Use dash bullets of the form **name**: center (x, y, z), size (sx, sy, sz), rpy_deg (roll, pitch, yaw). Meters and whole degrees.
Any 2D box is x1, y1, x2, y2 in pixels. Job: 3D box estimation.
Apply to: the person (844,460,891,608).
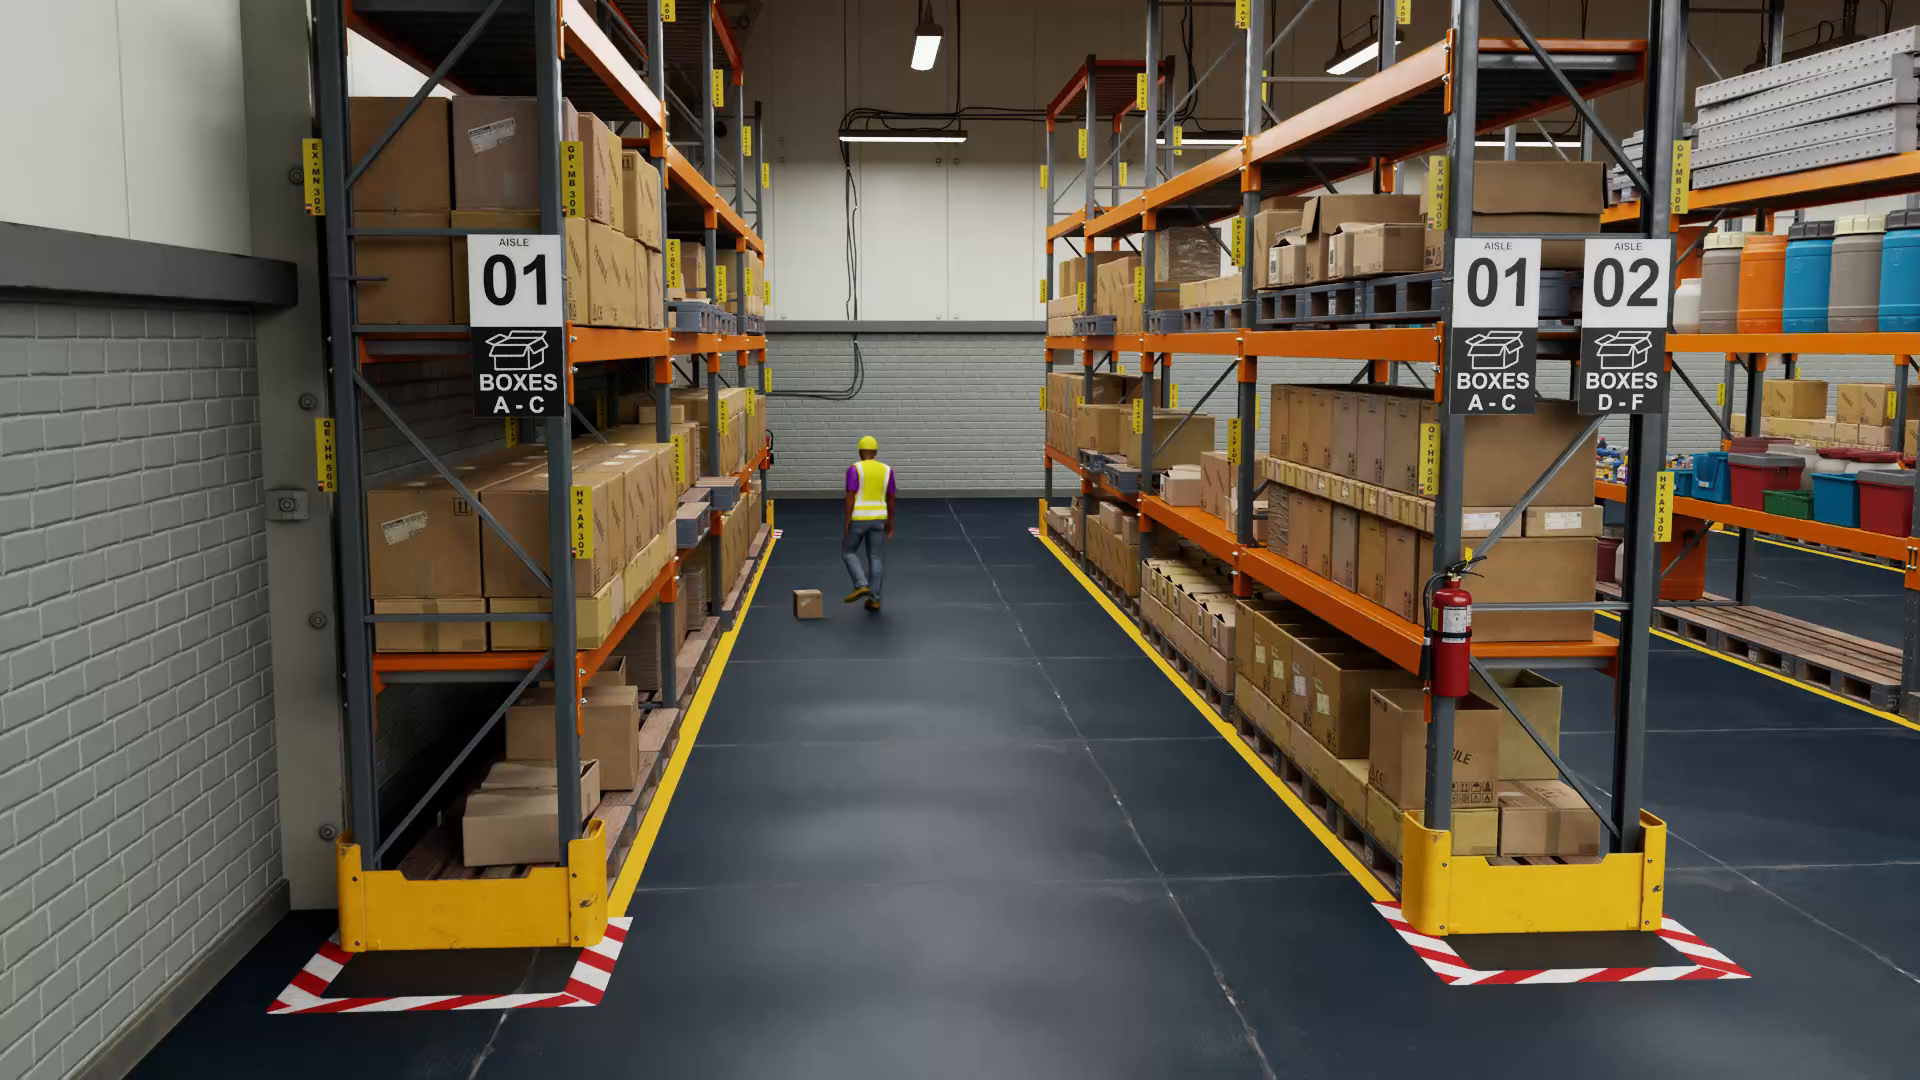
- **person**: center (8.086, -0.393, 12.797), size (13.035, 3.171, 16.029), rpy_deg (-3, 8, -26)
